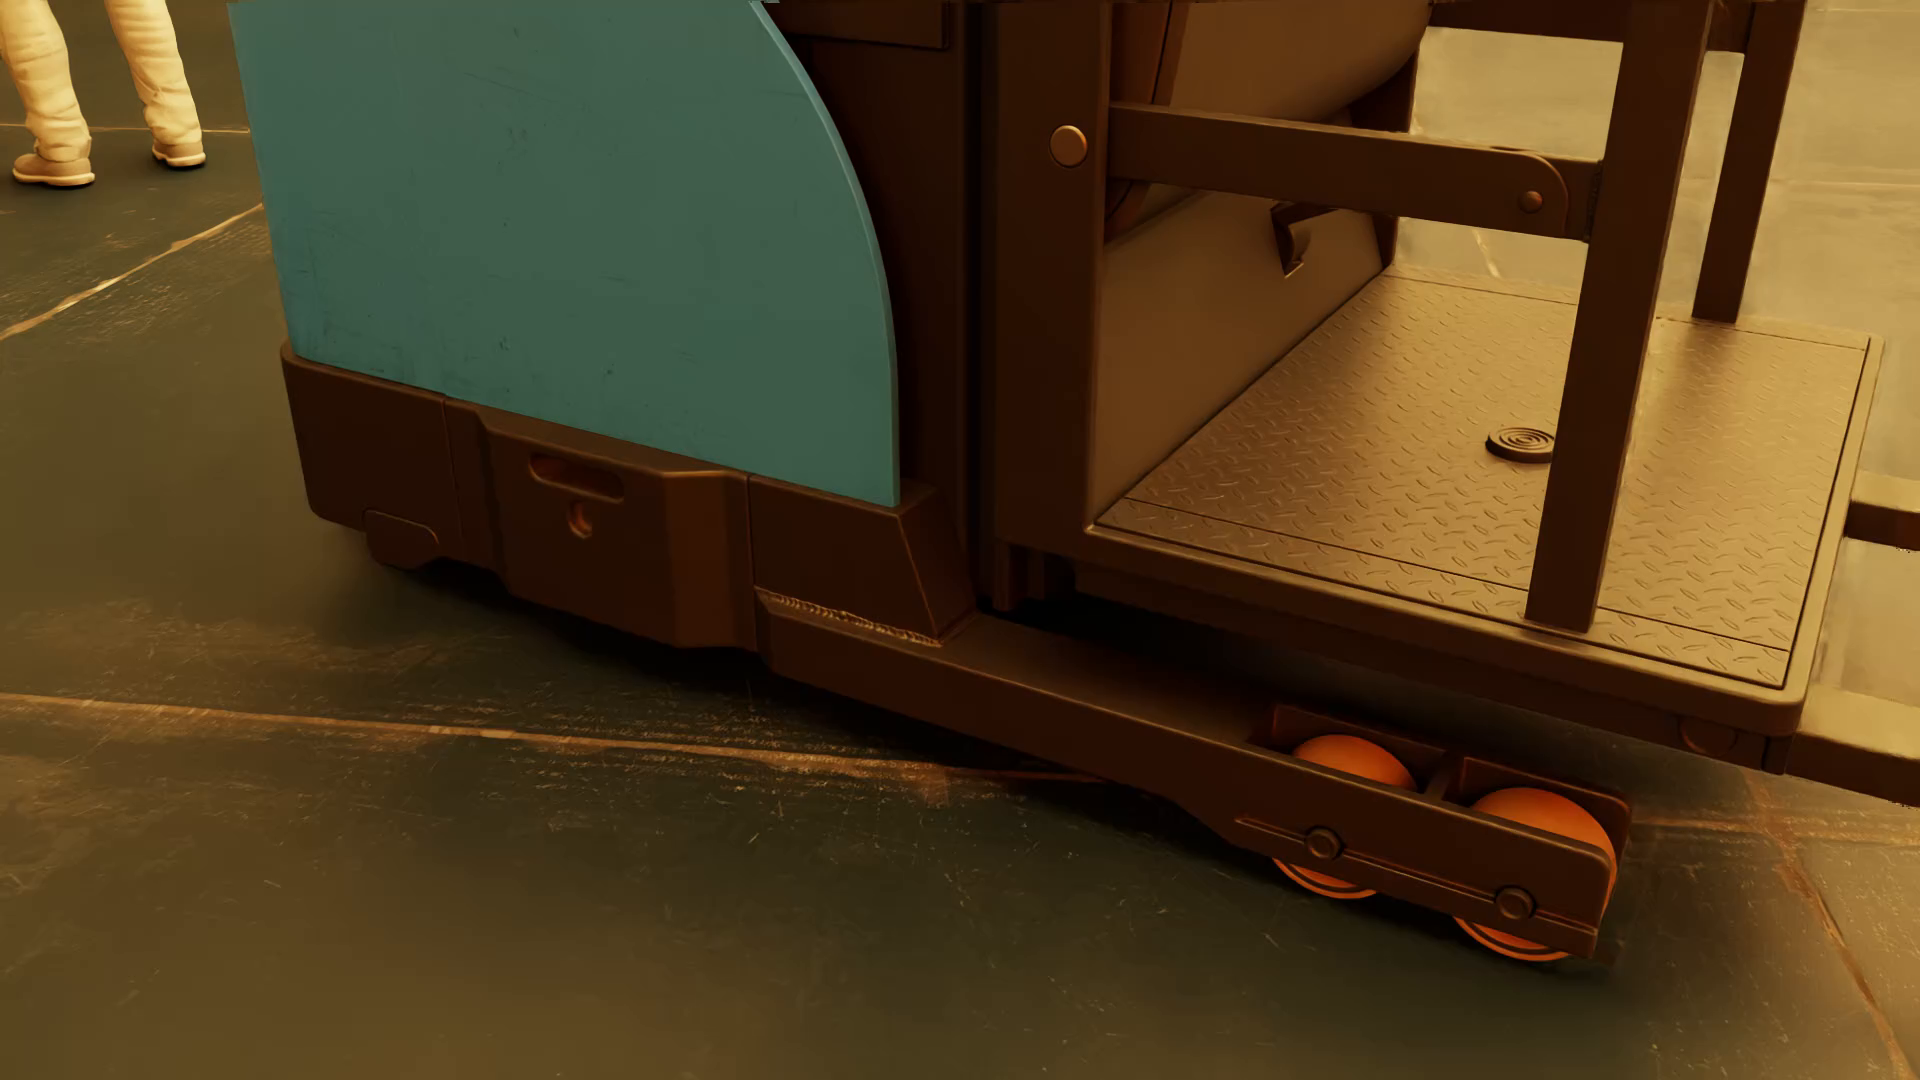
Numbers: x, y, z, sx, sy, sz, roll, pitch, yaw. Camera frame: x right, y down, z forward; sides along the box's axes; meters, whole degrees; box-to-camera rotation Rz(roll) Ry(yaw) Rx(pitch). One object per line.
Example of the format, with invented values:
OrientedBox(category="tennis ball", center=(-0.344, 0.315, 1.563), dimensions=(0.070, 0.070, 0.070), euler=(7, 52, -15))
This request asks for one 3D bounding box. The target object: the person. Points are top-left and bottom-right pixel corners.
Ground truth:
OrientedBox(category="person", center=(-2.287, -1.737, 4.123), dimensions=(0.467, 1.666, 0.538), euler=(23, 35, 38))

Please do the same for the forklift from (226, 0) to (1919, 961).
OrientedBox(category="forklift", center=(0.572, -1.165, 1.551), dimensions=(3.031, 2.935, 1.130), euler=(14, 30, 26))
